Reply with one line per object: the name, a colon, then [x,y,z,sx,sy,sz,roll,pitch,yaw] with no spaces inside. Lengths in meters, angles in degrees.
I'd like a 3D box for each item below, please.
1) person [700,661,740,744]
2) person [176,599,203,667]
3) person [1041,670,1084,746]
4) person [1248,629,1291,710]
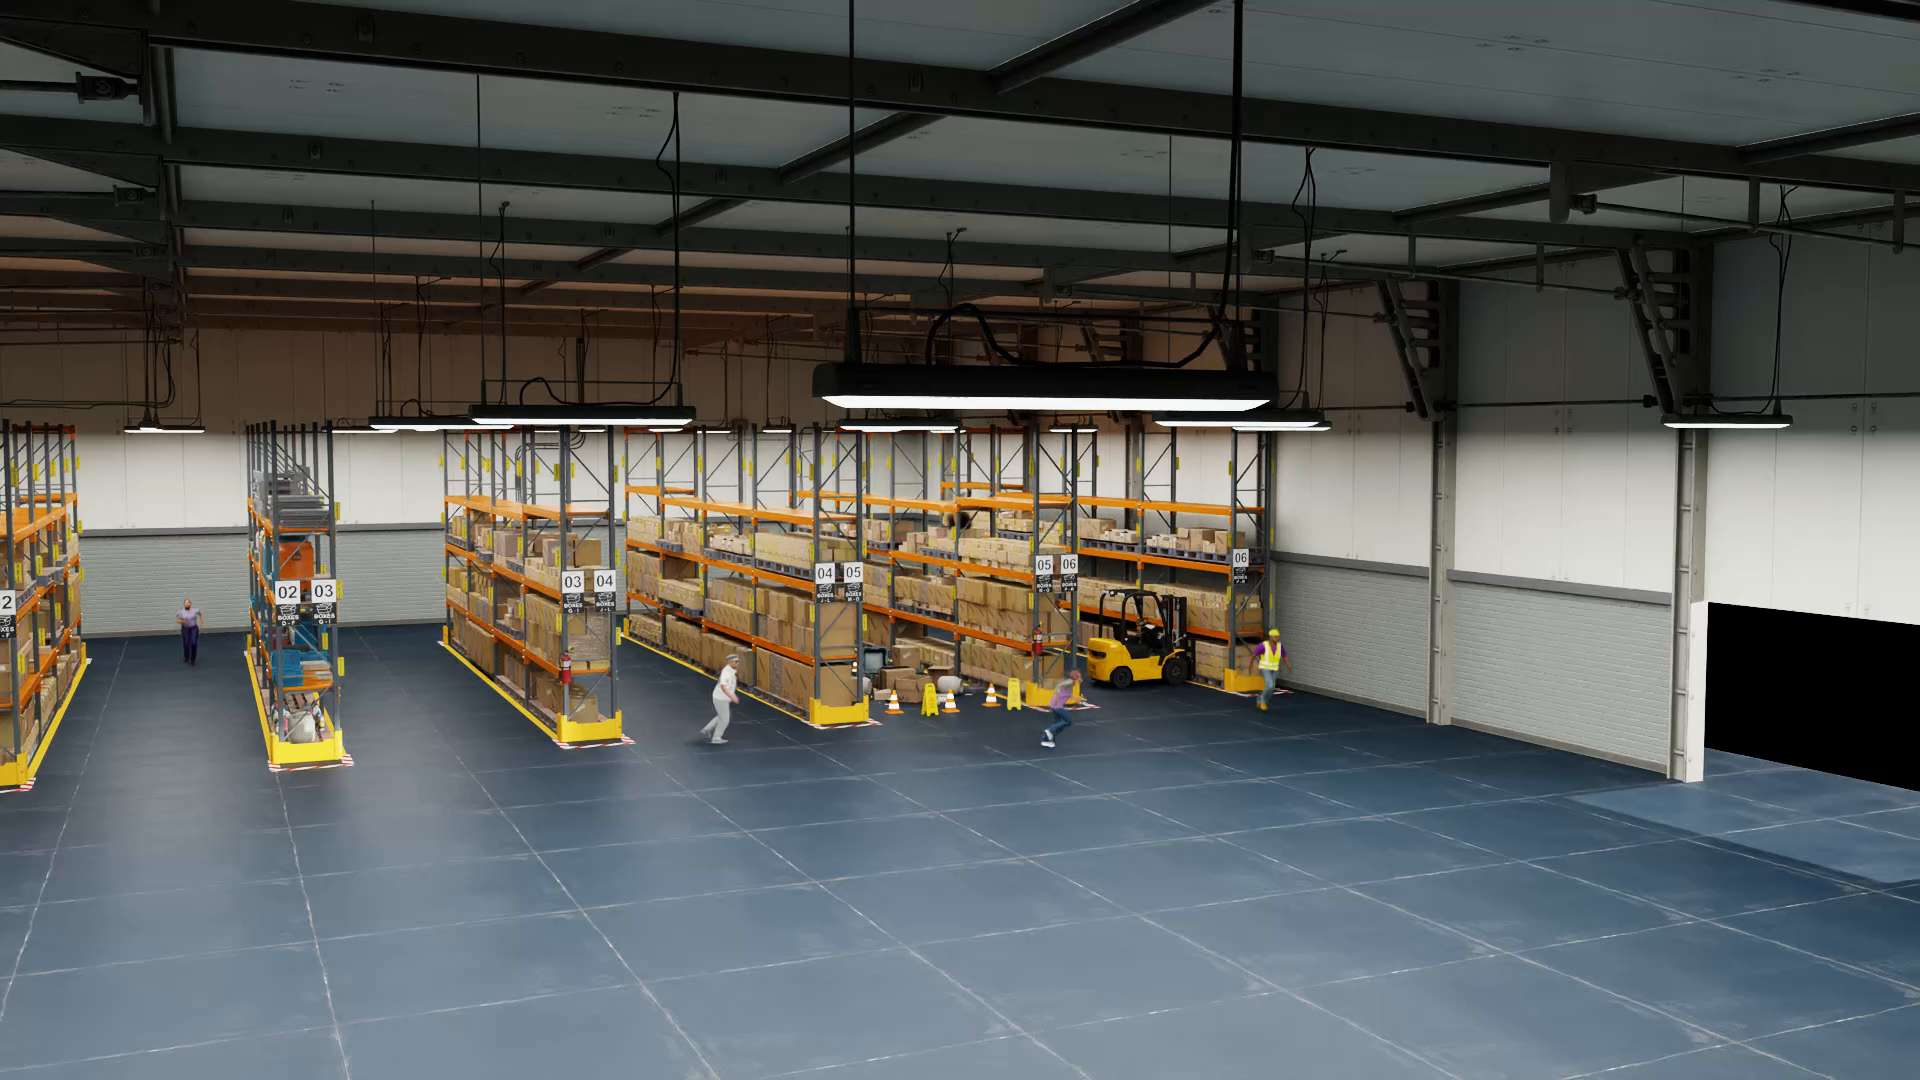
person: [-4.467,2.962,30.921,0.759,1.646,0.648,0,4,-2]
person: [-19.278,2.308,41.620,0.596,1.690,0.901,-1,4,-18]
person: [1.883,3.102,30.526,0.798,1.427,0.565,0,4,6]
person: [6.464,2.693,34.480,0.663,1.711,0.829,-2,4,-24]
